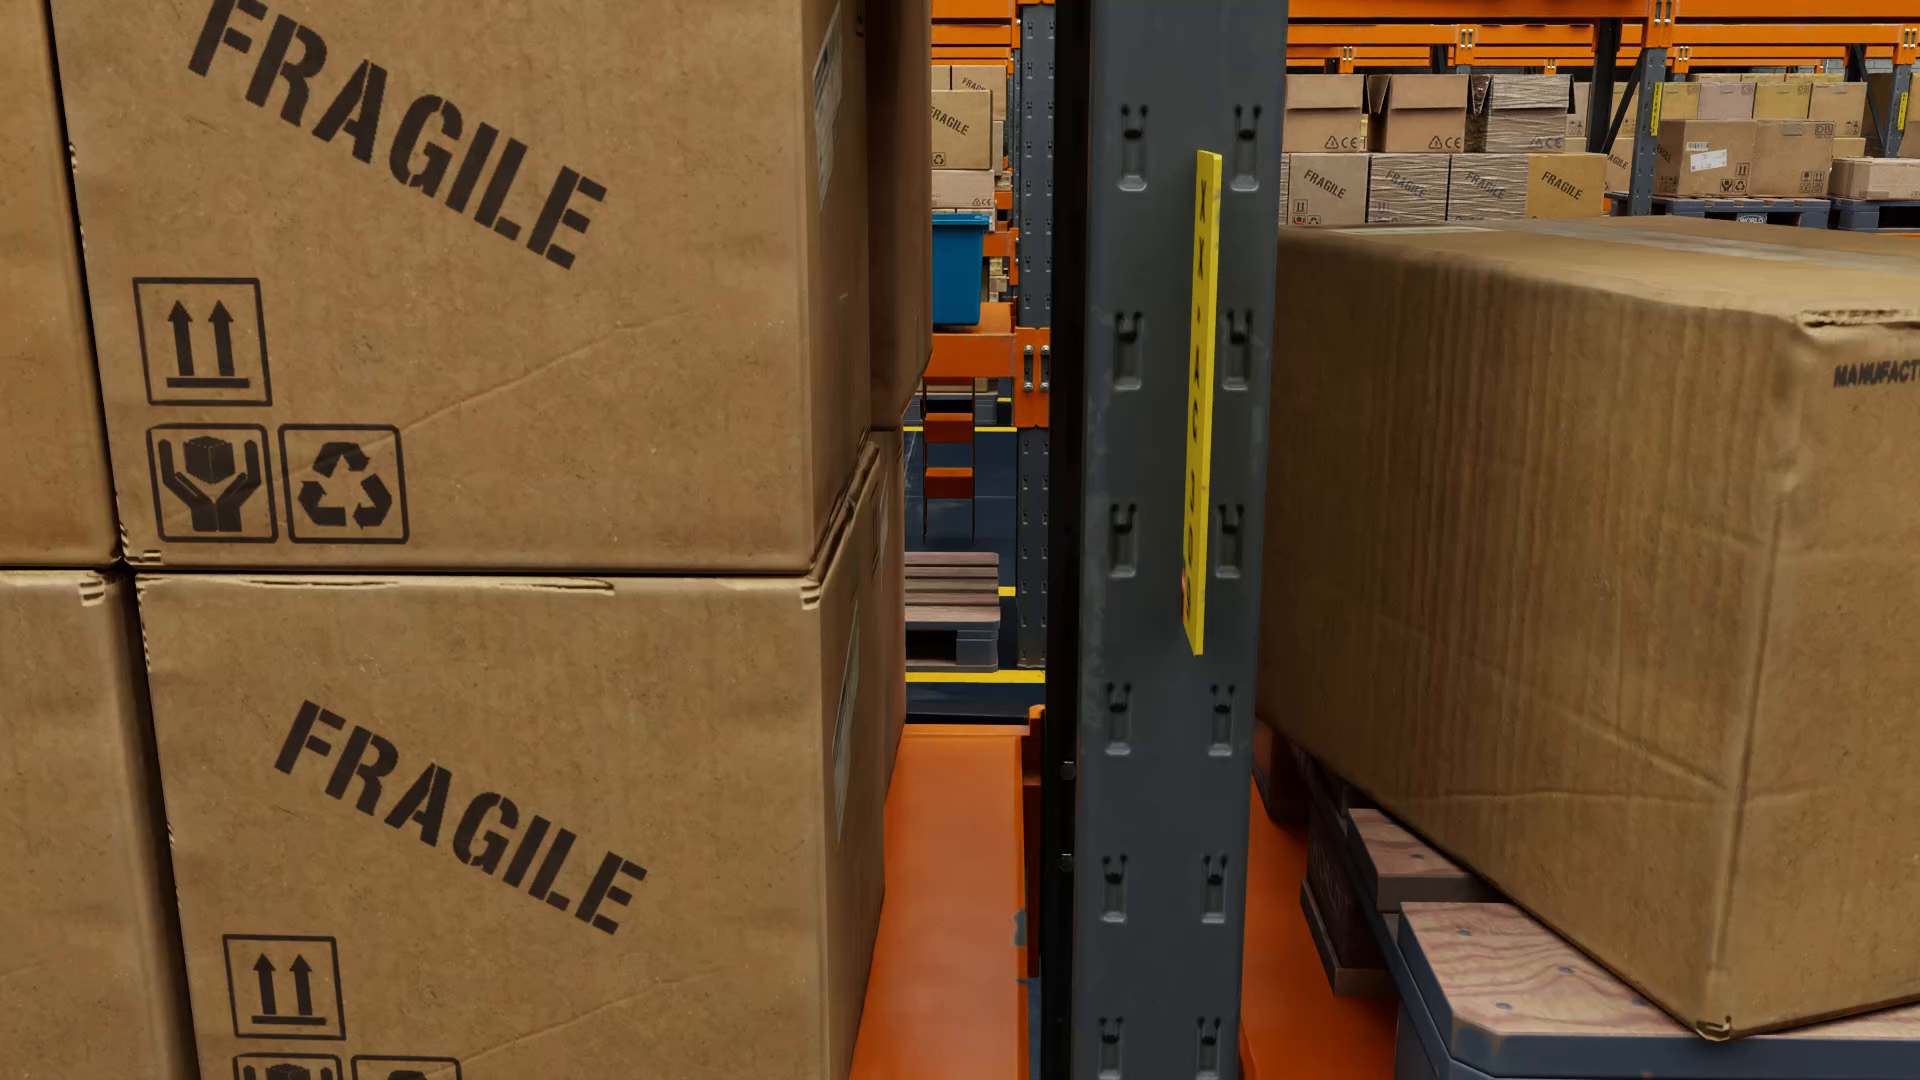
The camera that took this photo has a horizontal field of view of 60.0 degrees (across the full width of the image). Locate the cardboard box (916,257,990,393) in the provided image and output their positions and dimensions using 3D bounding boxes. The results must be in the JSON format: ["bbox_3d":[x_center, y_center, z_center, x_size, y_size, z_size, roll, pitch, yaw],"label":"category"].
[{"bbox_3d":[-0.235,-1.538,11.631,0.875,0.875,0.875,0,15,1],"label":"cardboard box"}]

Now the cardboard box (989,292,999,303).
[{"bbox_3d":[0.250,-2.342,16.102,0.250,0.149,0.380,1,15,2],"label":"cardboard box"}]

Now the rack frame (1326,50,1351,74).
[{"bbox_3d":[4.674,-4.839,20.800,0.127,3.000,1.000,0,15,1],"label":"rack frame"}]

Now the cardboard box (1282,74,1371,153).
[{"bbox_3d":[2.369,-2.861,11.143,0.637,0.503,0.797,1,15,3],"label":"cardboard box"}]

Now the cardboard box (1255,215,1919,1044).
[{"bbox_3d":[0.634,-0.003,1.451,0.500,0.500,0.700,-5,16,-17],"label":"cardboard box"}]

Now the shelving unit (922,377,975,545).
[{"bbox_3d":[-0.054,-0.508,8.207,0.252,1.050,0.215,0,15,1],"label":"shelving unit"}]

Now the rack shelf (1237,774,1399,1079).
[{"bbox_3d":[2.165,0.550,1.787,4.000,0.370,1.077,0,15,1],"label":"rack shelf"}]

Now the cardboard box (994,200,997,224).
[{"bbox_3d":[0.135,-2.303,11.681,0.250,0.149,0.380,0,15,2],"label":"cardboard box"}]

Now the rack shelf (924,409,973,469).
[{"bbox_3d":[-0.054,-0.498,8.210,0.240,0.259,0.215,0,15,1],"label":"rack shelf"}]

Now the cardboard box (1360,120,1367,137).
[{"bbox_3d":[3.634,-3.835,15.499,0.250,0.149,0.380,1,15,3],"label":"cardboard box"}]

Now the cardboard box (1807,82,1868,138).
[{"bbox_3d":[8.151,-4.083,15.781,0.500,0.500,0.700,0,15,0],"label":"cardboard box"}]

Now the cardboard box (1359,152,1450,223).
[{"bbox_3d":[2.904,-2.307,11.009,0.500,0.500,0.500,0,15,0],"label":"cardboard box"}]

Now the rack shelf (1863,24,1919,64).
[{"bbox_3d":[10.647,-4.639,15.574,4.000,0.370,1.077,0,15,1],"label":"rack shelf"}]

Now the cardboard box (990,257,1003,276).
[{"bbox_3d":[0.288,-2.650,16.103,0.250,0.149,0.380,1,15,3],"label":"cardboard box"}]

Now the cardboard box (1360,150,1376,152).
[{"bbox_3d":[2.914,-2.438,11.503,0.500,0.500,0.500,0,15,0],"label":"cardboard box"}]

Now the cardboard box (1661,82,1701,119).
[{"bbox_3d":[6.627,-4.093,15.818,0.500,0.500,0.700,0,15,1],"label":"cardboard box"}]

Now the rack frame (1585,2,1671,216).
[{"bbox_3d":[4.421,-2.312,11.221,0.127,3.000,1.000,0,15,1],"label":"rack frame"}]

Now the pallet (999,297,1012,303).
[{"bbox_3d":[-0.022,-2.249,16.450,1.213,0.211,1.003,0,15,1],"label":"pallet"}]

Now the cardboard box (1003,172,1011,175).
[{"bbox_3d":[0.375,-3.566,16.467,0.250,0.149,0.380,1,15,3],"label":"cardboard box"}]

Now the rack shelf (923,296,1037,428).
[{"bbox_3d":[-1.703,-0.740,6.674,4.000,0.370,1.077,0,15,1],"label":"rack shelf"}]

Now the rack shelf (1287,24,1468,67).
[{"bbox_3d":[2.650,-4.691,15.772,4.000,0.370,1.077,0,15,1],"label":"rack shelf"}]

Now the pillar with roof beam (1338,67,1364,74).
[{"bbox_3d":[6.014,-8.129,21.511,0.400,9.000,9.100,0,15,1],"label":"pillar with roof beam"}]

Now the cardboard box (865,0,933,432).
[{"bbox_3d":[-0.298,-0.418,1.888,0.500,0.500,0.500,1,15,3],"label":"cardboard box"}]

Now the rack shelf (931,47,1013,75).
[{"bbox_3d":[-1.324,-5.980,20.658,4.000,0.370,1.077,0,15,1],"label":"rack shelf"}]

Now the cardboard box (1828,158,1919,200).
[{"bbox_3d":[6.091,-2.372,10.923,0.500,0.250,0.500,0,15,0],"label":"cardboard box"}]

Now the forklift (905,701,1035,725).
[{"bbox_3d":[-1.077,-0.598,4.861,3.031,2.935,1.130,1,15,5],"label":"forklift"}]

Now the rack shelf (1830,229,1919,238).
[{"bbox_3d":[6.421,-1.951,11.264,4.000,0.370,1.077,0,15,1],"label":"rack shelf"}]

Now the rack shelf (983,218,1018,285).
[{"bbox_3d":[-1.577,-2.003,11.461,4.000,0.370,1.077,0,15,1],"label":"rack shelf"}]

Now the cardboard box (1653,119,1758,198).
[{"bbox_3d":[4.962,-2.570,11.180,0.500,0.500,0.500,-1,15,-5],"label":"cardboard box"}]

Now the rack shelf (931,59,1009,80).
[{"bbox_3d":[-1.201,-7.246,25.456,4.000,0.370,1.077,0,15,1],"label":"rack shelf"}]

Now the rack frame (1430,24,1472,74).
[{"bbox_3d":[4.649,-3.576,16.013,0.127,3.000,1.000,0,15,1],"label":"rack frame"}]

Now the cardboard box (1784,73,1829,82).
[{"bbox_3d":[10.119,-5.411,20.231,0.500,0.500,0.700,0,15,0],"label":"cardboard box"}]

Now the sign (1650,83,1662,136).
[{"bbox_3d":[4.410,-2.730,10.537,0.005,0.325,0.100,0,15,1],"label":"sign"}]

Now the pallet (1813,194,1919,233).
[{"bbox_3d":[6.401,-2.216,11.236,1.213,0.211,1.003,0,15,1],"label":"pallet"}]

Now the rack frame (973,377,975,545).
[{"bbox_3d":[0.068,-0.507,8.204,0.008,1.050,0.200,0,15,1],"label":"rack frame"}]

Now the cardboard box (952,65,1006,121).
[{"bbox_3d":[0.173,-4.212,15.684,0.500,0.500,0.500,0,15,-1],"label":"cardboard box"}]

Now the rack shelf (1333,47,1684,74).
[{"bbox_3d":[6.674,-5.928,20.460,4.000,0.370,1.077,0,15,1],"label":"rack shelf"}]

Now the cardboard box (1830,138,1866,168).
[{"bbox_3d":[8.119,-3.533,15.656,0.500,0.500,0.500,0,15,1],"label":"cardboard box"}]

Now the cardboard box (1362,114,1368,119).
[{"bbox_3d":[5.118,-5.172,20.461,0.500,0.500,0.500,0,15,0],"label":"cardboard box"}]

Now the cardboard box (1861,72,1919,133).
[{"bbox_3d":[9.016,-4.133,15.715,0.550,0.550,0.875,0,15,1],"label":"cardboard box"}]

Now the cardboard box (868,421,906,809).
[{"bbox_3d":[-0.337,0.068,2.008,0.500,0.500,0.500,1,15,3],"label":"cardboard box"}]

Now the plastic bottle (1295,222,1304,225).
[{"bbox_3d":[1.408,-1.127,6.828,0.185,0.351,0.144,0,15,1],"label":"plastic bottle"}]
